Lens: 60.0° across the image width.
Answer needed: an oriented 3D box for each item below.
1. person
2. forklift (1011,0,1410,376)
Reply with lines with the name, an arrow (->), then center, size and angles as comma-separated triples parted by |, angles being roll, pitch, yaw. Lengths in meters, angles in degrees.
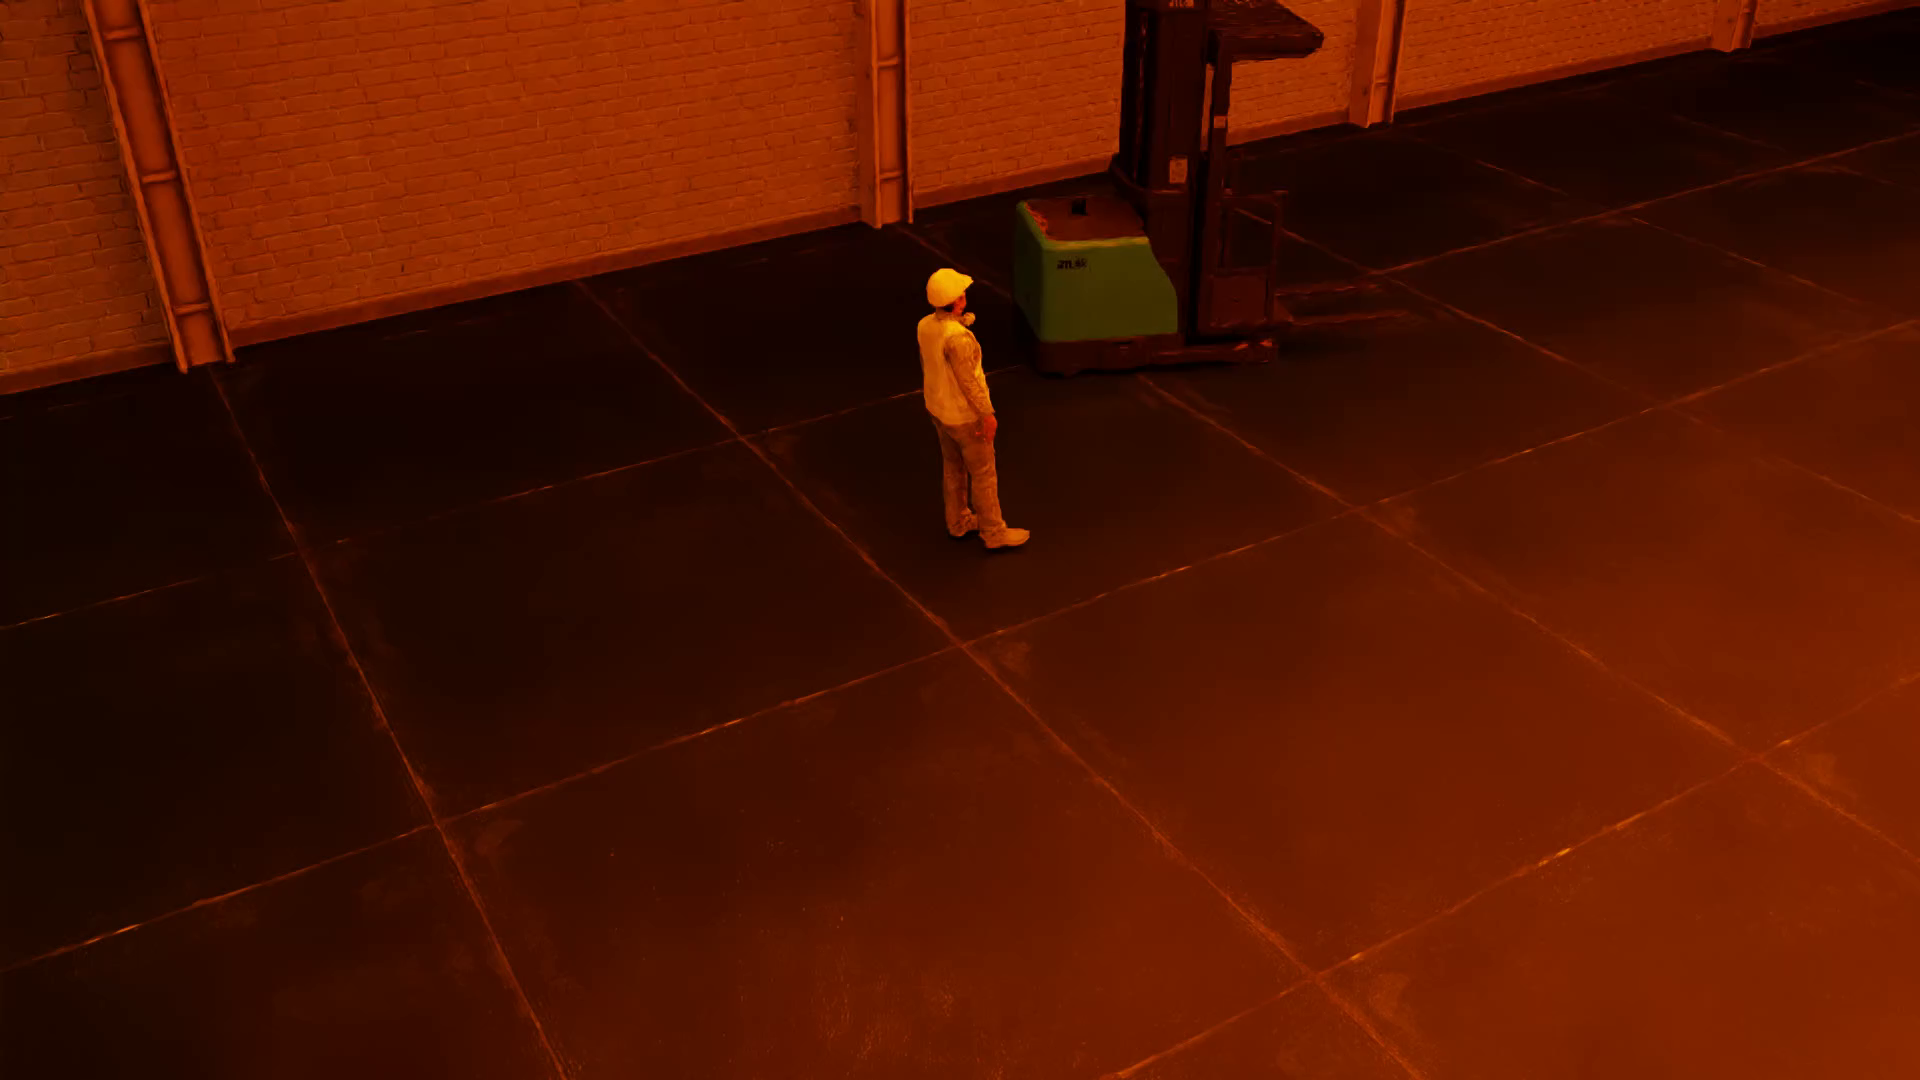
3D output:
person -> 0.058, -0.814, 10.042 | 0.567, 1.773, 0.632 | -17, 35, -26
forklift -> 1.977, -2.857, 12.418 | 3.031, 2.935, 1.130 | -6, 31, -9
